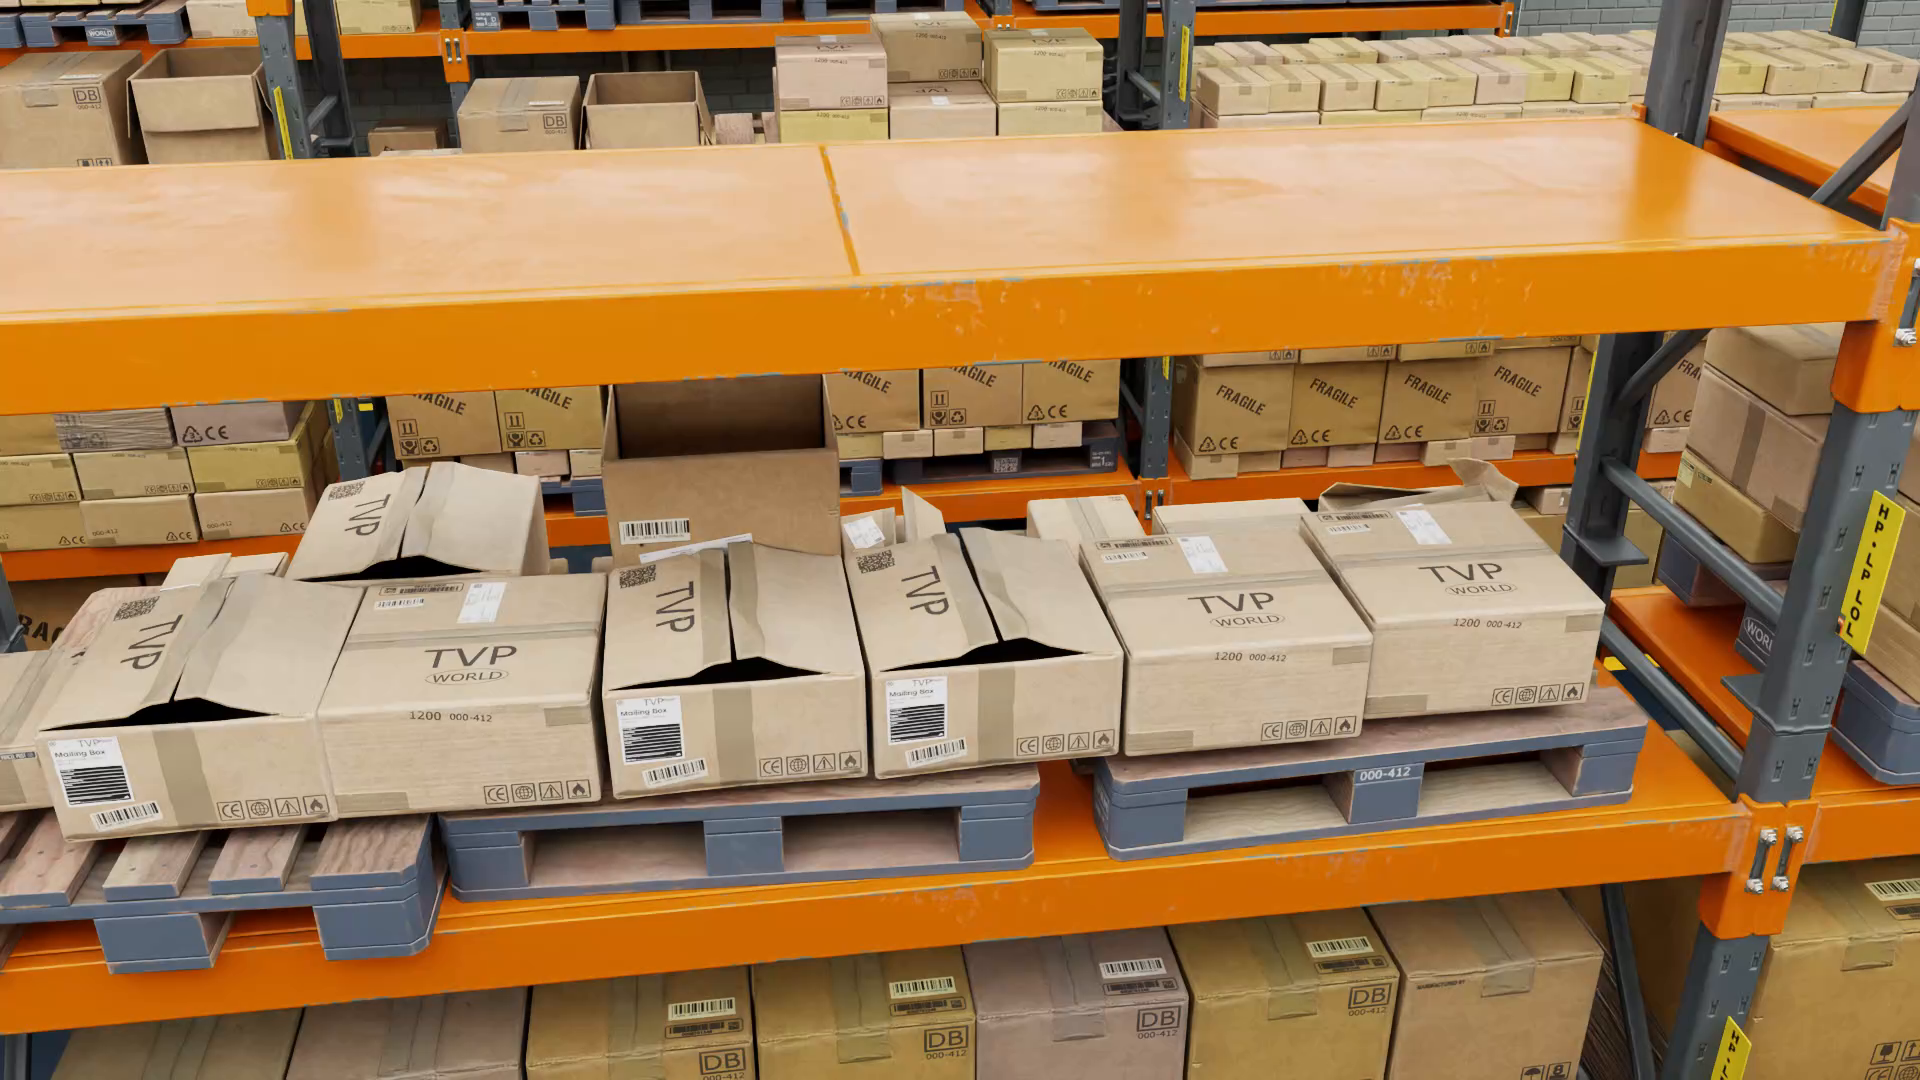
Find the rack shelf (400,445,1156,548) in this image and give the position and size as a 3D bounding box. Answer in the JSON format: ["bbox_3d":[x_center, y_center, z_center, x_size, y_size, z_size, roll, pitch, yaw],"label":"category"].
[{"bbox_3d":[-1.030,-0.258,8.958,4.000,0.370,1.077,-4,27,-7],"label":"rack shelf"}]

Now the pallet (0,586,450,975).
[{"bbox_3d":[-1.591,0.465,3.682,1.003,0.211,1.213,-2,27,-5],"label":"pallet"}]

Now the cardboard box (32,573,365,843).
[{"bbox_3d":[-1.474,0.307,3.310,0.500,0.311,0.500,-4,27,-7],"label":"cardboard box"}]

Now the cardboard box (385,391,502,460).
[{"bbox_3d":[-2.533,-0.739,8.211,0.500,0.500,0.500,-4,27,-9],"label":"cardboard box"}]

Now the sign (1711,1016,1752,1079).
[{"bbox_3d":[1.825,1.291,3.970,0.005,0.325,0.100,-4,27,-7],"label":"sign"}]

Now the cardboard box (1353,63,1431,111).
[{"bbox_3d":[2.088,-2.203,8.075,0.250,0.149,0.380,-4,27,-7],"label":"cardboard box"}]

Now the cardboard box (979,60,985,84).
[{"bbox_3d":[0.316,-2.304,8.576,0.500,0.250,0.500,-4,27,-9],"label":"cardboard box"}]

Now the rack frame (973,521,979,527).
[{"bbox_3d":[0.105,-0.541,10.692,0.006,1.200,0.240,-4,27,-7],"label":"rack frame"}]

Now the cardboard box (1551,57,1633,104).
[{"bbox_3d":[3.104,-2.270,8.206,0.250,0.149,0.380,-3,27,-6],"label":"cardboard box"}]

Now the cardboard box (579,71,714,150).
[{"bbox_3d":[-1.504,-1.941,8.052,0.637,0.503,0.797,-4,27,-7],"label":"cardboard box"}]

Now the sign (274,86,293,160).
[{"bbox_3d":[-2.942,-1.799,7.235,0.005,0.325,0.100,-4,27,-7],"label":"sign"}]

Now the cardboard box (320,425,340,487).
[{"bbox_3d":[-3.530,-0.467,8.741,0.500,0.250,0.500,-4,27,-8],"label":"cardboard box"}]

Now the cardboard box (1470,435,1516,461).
[{"bbox_3d":[2.820,-0.574,9.062,0.250,0.149,0.380,-4,27,-7],"label":"cardboard box"}]

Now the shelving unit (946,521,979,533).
[{"bbox_3d":[0.014,-0.535,10.680,0.189,1.200,0.258,-4,27,-7],"label":"shelving unit"}]

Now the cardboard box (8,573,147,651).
[{"bbox_3d":[-4.590,0.369,8.816,0.875,0.875,0.875,-3,27,-6],"label":"cardboard box"}]

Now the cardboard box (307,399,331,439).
[{"bbox_3d":[-3.547,-0.686,8.621,0.500,0.250,0.500,-4,27,-7],"label":"cardboard box"}]

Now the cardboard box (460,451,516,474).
[{"bbox_3d":[-2.378,-0.465,8.389,0.250,0.149,0.380,-5,28,-10],"label":"cardboard box"}]

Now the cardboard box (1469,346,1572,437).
[{"bbox_3d":[2.915,-0.894,8.973,0.500,0.500,0.500,-3,27,-7],"label":"cardboard box"}]

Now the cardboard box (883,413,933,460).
[{"bbox_3d":[-0.287,-0.564,8.581,0.250,0.149,0.380,-3,27,-7],"label":"cardboard box"}]

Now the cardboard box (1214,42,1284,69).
[{"bbox_3d":[1.480,-2.453,8.564,0.250,0.149,0.380,-4,27,-8],"label":"cardboard box"}]

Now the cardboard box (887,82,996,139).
[{"bbox_3d":[-0.110,-2.028,8.037,0.500,0.250,0.500,-3,27,-6],"label":"cardboard box"}]

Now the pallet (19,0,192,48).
[{"bbox_3d":[-5.985,-3.768,11.931,1.003,0.211,1.213,-4,27,-7],"label":"pallet"}]

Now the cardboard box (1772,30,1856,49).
[{"bbox_3d":[4.531,-2.607,8.864,0.250,0.149,0.380,-4,27,-7],"label":"cardboard box"}]

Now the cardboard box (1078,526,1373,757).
[{"bbox_3d":[0.548,0.205,3.577,0.500,0.250,0.500,-4,27,-8],"label":"cardboard box"}]

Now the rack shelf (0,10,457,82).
[{"bbox_3d":[-5.687,-3.582,12.150,4.000,0.370,1.077,-4,27,-7],"label":"rack shelf"}]

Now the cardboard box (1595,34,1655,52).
[{"bbox_3d":[3.537,-2.554,8.761,0.250,0.149,0.380,-4,27,-7],"label":"cardboard box"}]

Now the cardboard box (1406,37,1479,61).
[{"bbox_3d":[2.509,-2.515,8.684,0.250,0.149,0.380,-3,27,-7],"label":"cardboard box"}]

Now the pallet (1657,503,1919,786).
[{"bbox_3d":[2.552,0.183,4.121,1.213,0.211,1.003,-4,27,-7],"label":"pallet"}]

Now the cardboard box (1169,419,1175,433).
[{"bbox_3d":[1.226,-0.752,9.407,0.250,0.149,0.380,-4,27,-8],"label":"cardboard box"}]

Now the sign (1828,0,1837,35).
[{"bbox_3d":[4.835,-2.929,9.131,0.005,0.325,0.100,-4,27,-7],"label":"sign"}]

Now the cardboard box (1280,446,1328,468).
[{"bbox_3d":[1.809,-0.539,8.992,0.250,0.149,0.380,-4,27,-7],"label":"cardboard box"}]

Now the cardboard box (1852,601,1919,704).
[{"bbox_3d":[2.148,0.202,3.692,0.250,0.149,0.380,-4,27,-8],"label":"cardboard box"}]

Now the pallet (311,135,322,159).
[{"bbox_3d":[-3.641,-1.637,7.778,1.003,0.211,1.213,-2,27,-5],"label":"pallet"}]

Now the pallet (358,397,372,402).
[{"bbox_3d":[-4.451,-1.424,13.496,1.213,0.211,1.003,-4,27,-7],"label":"pallet"}]

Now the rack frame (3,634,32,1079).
[{"bbox_3d":[-2.221,1.780,4.197,0.127,3.000,1.000,-4,27,-7],"label":"rack frame"}]

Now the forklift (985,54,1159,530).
[{"bbox_3d":[0.928,-1.968,11.577,1.130,2.935,3.031,17,32,30],"label":"forklift"}]

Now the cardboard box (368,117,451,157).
[{"bbox_3d":[-4.237,-2.964,12.874,0.500,0.500,0.500,-2,27,-5],"label":"cardboard box"}]

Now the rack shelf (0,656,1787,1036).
[{"bbox_3d":[-0.241,0.639,3.924,4.000,0.370,1.077,-4,27,-7],"label":"rack shelf"}]

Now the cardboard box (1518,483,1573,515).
[{"bbox_3d":[3.289,-0.292,9.257,0.250,0.149,0.380,-3,27,-5],"label":"cardboard box"}]

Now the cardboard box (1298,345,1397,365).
[{"bbox_3d":[1.925,-1.280,8.630,0.500,0.500,0.700,-4,27,-7],"label":"cardboard box"}]

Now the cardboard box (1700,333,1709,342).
[{"bbox_3d":[3.934,-1.422,8.907,0.500,0.500,0.700,-3,27,-7],"label":"cardboard box"}]

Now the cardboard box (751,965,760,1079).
[{"bbox_3d":[-0.316,1.488,4.656,0.500,0.500,0.500,-3,27,-6],"label":"cardboard box"}]

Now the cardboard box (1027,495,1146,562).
[{"bbox_3d":[0.316,0.043,4.002,0.250,0.149,0.380,-4,27,-7],"label":"cardboard box"}]

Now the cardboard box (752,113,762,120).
[{"bbox_3d":[-1.639,-3.281,13.241,0.250,0.149,0.380,-3,27,-7],"label":"cardboard box"}]

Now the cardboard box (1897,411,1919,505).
[{"bbox_3d":[2.148,-0.152,3.510,0.250,0.149,0.380,-3,27,-7],"label":"cardboard box"}]

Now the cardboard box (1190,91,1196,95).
[{"bbox_3d":[1.352,-2.256,8.615,0.500,0.250,0.500,-4,27,-8],"label":"cardboard box"}]

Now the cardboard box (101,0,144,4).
[{"bbox_3d":[-5.797,-3.843,11.576,0.250,0.149,0.380,-3,27,-6],"label":"cardboard box"}]

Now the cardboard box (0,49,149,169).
[{"bbox_3d":[-3.965,-1.868,7.452,0.500,0.500,0.700,-5,28,-10],"label":"cardboard box"}]

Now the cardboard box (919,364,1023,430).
[{"bbox_3d":[0.034,-0.904,8.533,0.500,0.500,0.500,-4,27,-7],"label":"cardboard box"}]

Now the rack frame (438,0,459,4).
[{"bbox_3d":[-3.706,-5.364,11.549,0.127,3.000,1.000,-4,27,-7],"label":"rack frame"}]

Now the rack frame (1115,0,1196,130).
[{"bbox_3d":[0.950,-3.375,7.672,0.127,3.000,1.000,-4,27,-7],"label":"rack frame"}]

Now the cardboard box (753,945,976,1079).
[{"bbox_3d":[-0.261,1.168,4.186,0.500,0.500,0.700,-4,27,-8],"label":"cardboard box"}]

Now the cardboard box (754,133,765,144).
[{"bbox_3d":[-1.565,-3.014,12.720,0.250,0.149,0.380,-4,27,-8],"label":"cardboard box"}]

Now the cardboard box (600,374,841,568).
[{"bbox_3d":[-0.539,-0.067,3.833,0.500,0.500,0.500,-4,27,-7],"label":"cardboard box"}]

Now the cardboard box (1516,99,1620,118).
[{"bbox_3d":[2.931,-2.106,8.324,0.500,0.250,0.500,-3,27,-7],"label":"cardboard box"}]

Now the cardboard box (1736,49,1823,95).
[{"bbox_3d":[4.107,-2.359,8.380,0.250,0.149,0.380,-4,27,-8],"label":"cardboard box"}]

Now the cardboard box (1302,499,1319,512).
[{"bbox_3d":[2.101,0.043,9.314,0.500,0.500,0.500,-3,27,-5],"label":"cardboard box"}]

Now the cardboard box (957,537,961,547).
[{"bbox_3d":[-0.280,0.359,9.386,0.625,0.372,0.950,-2,27,-4],"label":"cardboard box"}]
